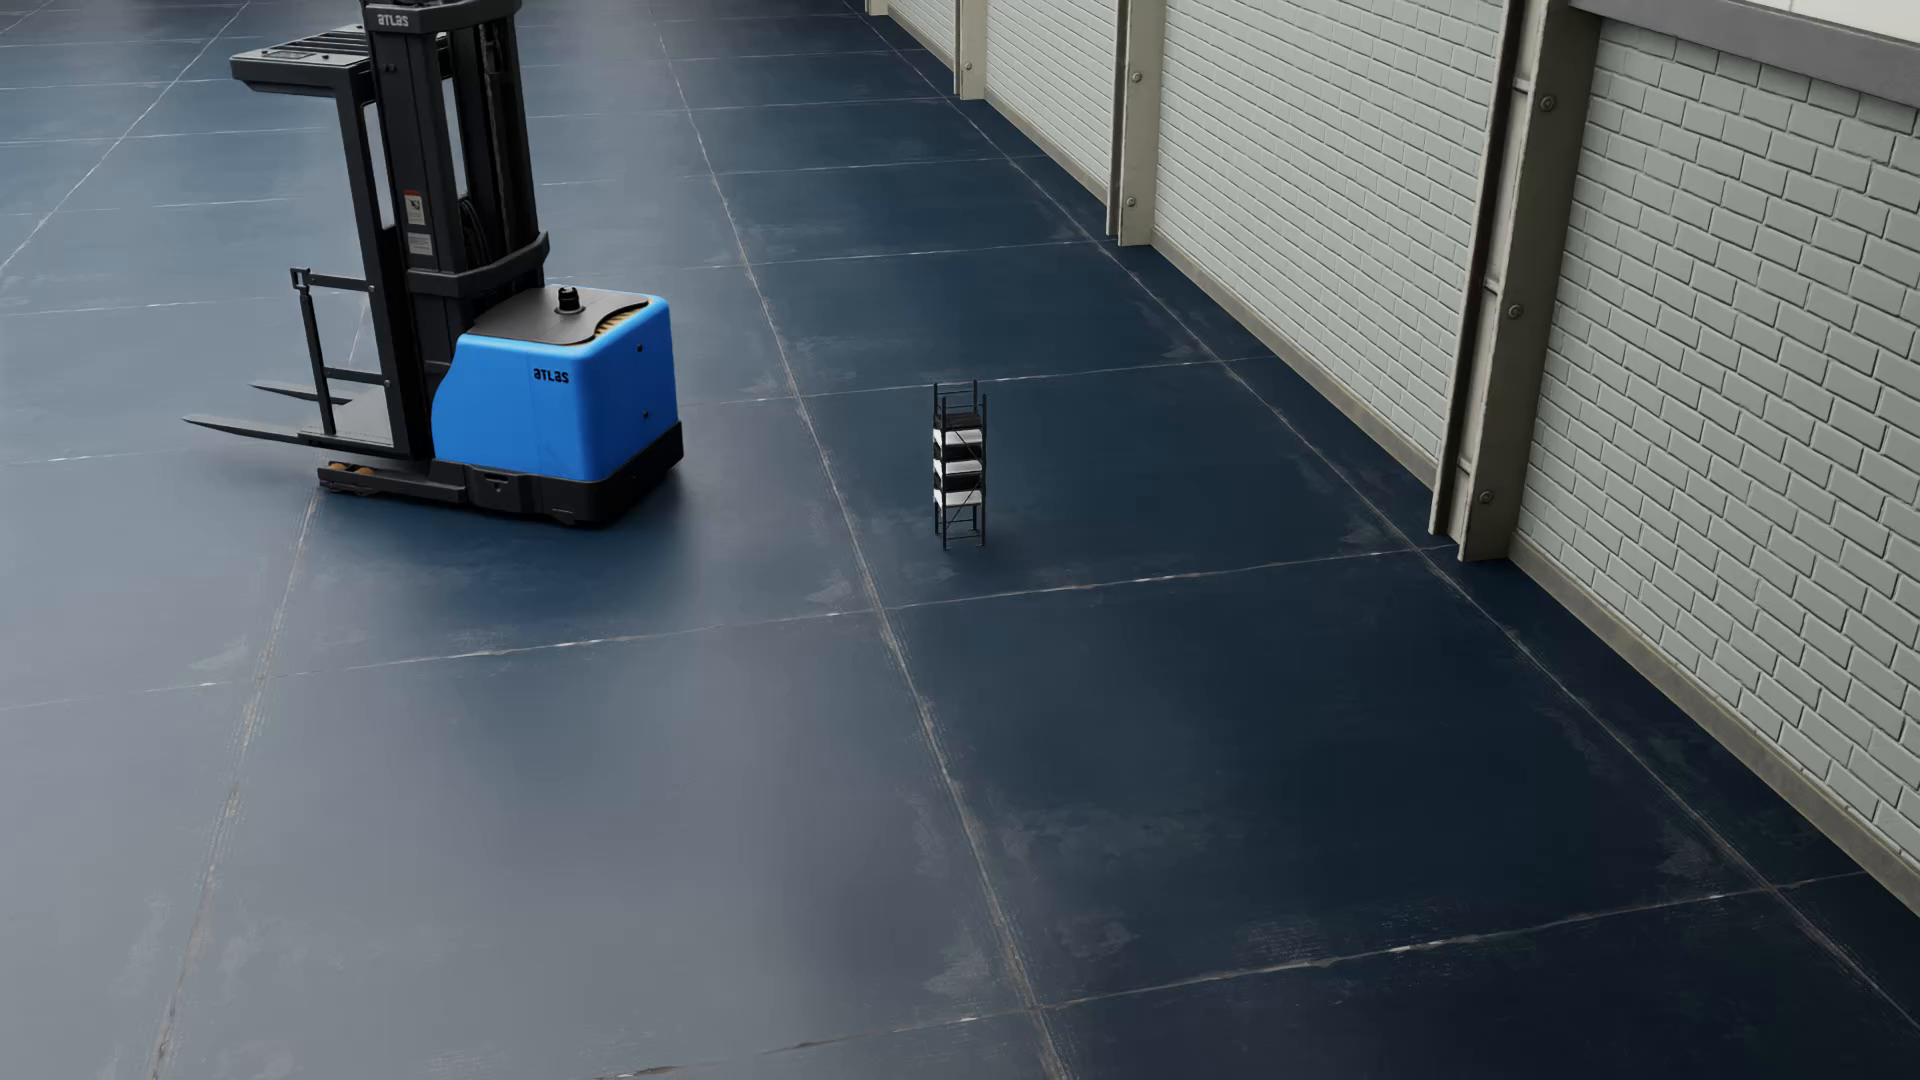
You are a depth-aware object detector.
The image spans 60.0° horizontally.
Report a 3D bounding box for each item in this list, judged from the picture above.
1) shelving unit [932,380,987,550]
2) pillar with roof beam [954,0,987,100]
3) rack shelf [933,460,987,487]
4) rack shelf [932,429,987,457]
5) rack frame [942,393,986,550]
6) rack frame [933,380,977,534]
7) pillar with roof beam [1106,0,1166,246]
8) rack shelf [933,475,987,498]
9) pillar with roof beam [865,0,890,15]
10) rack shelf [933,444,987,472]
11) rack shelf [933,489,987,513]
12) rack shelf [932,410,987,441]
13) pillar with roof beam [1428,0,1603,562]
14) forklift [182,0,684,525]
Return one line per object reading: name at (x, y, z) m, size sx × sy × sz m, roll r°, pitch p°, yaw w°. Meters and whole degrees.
shelving unit at (-0.002, -0.405, 9.054) m, size 0.258 × 0.900 × 0.210 m, roll -6°, pitch 27°, yaw -12°
pillar with roof beam at (-4.073, -8.831, 16.759) m, size 9.100 × 9.000 × 0.400 m, roll -6°, pitch 27°, yaw -12°
rack shelf at (-0.002, -0.376, 9.069) m, size 0.258 × 0.077 × 0.200 m, roll -6°, pitch 27°, yaw -12°
rack shelf at (-0.002, -0.536, 8.988) m, size 0.258 × 0.077 × 0.200 m, roll -6°, pitch 27°, yaw -12°
rack frame at (0.021, -0.361, 8.966) m, size 0.240 × 0.900 × 0.006 m, roll -6°, pitch 27°, yaw -12°
rack frame at (-0.025, -0.450, 9.143) m, size 0.240 × 0.900 × 0.006 m, roll -6°, pitch 27°, yaw -12°
pillar with roof beam at (-2.721, -6.197, 11.540) m, size 9.100 × 9.000 × 0.400 m, roll -6°, pitch 27°, yaw -12°
rack shelf at (-0.002, -0.295, 9.110) m, size 0.258 × 0.077 × 0.200 m, roll -6°, pitch 27°, yaw -12°
pillar with roof beam at (-5.425, -11.465, 21.977) m, size 9.100 × 9.000 × 0.400 m, roll -6°, pitch 27°, yaw -12°
rack shelf at (-0.002, -0.456, 9.029) m, size 0.258 × 0.077 × 0.200 m, roll -6°, pitch 27°, yaw -12°
rack shelf at (-0.002, -0.215, 9.150) m, size 0.258 × 0.077 × 0.200 m, roll -6°, pitch 27°, yaw -12°
rack shelf at (-0.002, -0.617, 8.948) m, size 0.258 × 0.077 × 0.200 m, roll -6°, pitch 27°, yaw -12°
pillar with roof beam at (-1.368, -3.563, 6.321) m, size 9.100 × 9.000 × 0.400 m, roll -6°, pitch 27°, yaw -12°
forklift at (-3.251, -1.778, 9.519) m, size 3.031 × 2.935 × 1.130 m, roll 9°, pitch 28°, yaw 17°
